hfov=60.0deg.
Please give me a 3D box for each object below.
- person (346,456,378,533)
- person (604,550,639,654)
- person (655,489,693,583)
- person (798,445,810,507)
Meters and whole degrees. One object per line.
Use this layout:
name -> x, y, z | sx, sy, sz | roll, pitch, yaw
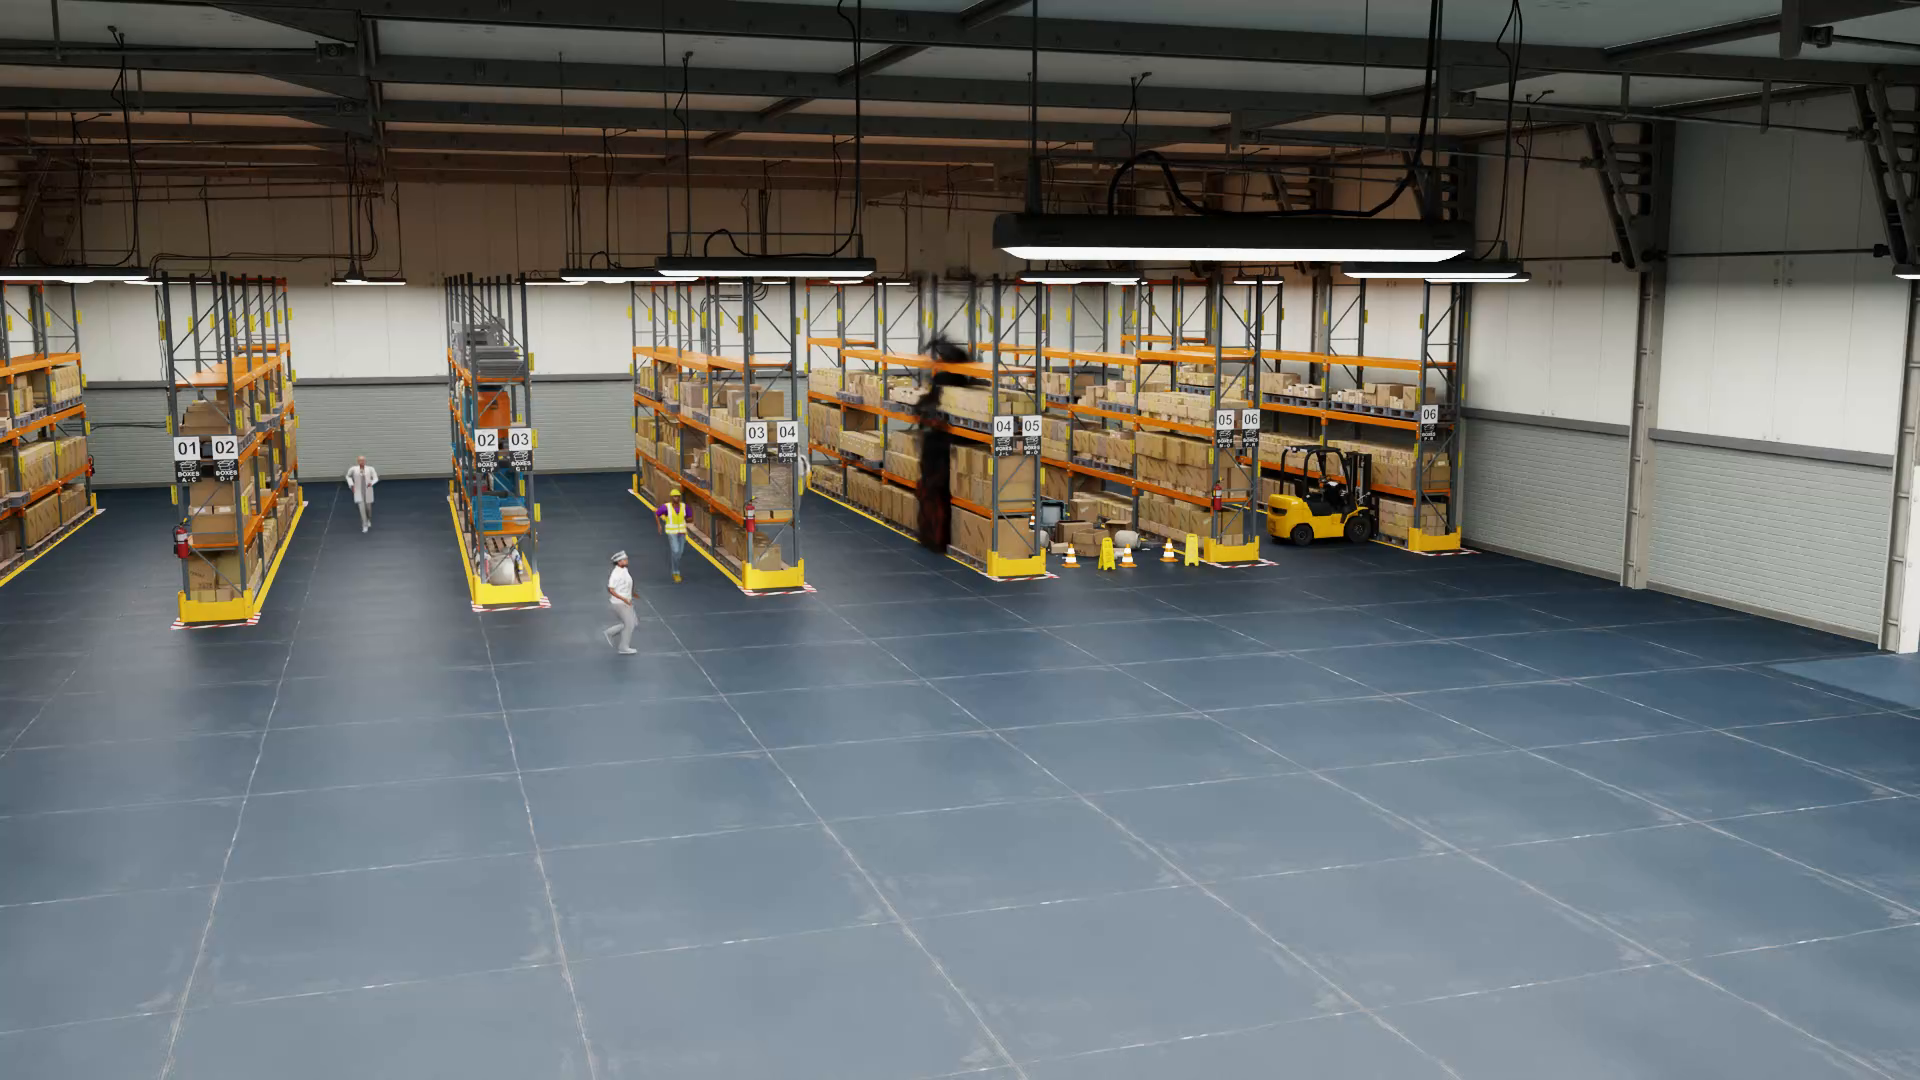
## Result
person -> -14.199, -1.112, 39.558 | 0.716, 1.784, 0.899 | -4, 9, -23
person -> -5.340, 0.976, 26.155 | 0.540, 1.655, 0.562 | 1, 9, 5
person -> -5.612, -0.100, 32.845 | 0.677, 1.823, 0.807 | -5, 10, -32
person -> -4.234, -1.682, 43.770 | 0.624, 1.659, 0.492 | -2, 9, -11
